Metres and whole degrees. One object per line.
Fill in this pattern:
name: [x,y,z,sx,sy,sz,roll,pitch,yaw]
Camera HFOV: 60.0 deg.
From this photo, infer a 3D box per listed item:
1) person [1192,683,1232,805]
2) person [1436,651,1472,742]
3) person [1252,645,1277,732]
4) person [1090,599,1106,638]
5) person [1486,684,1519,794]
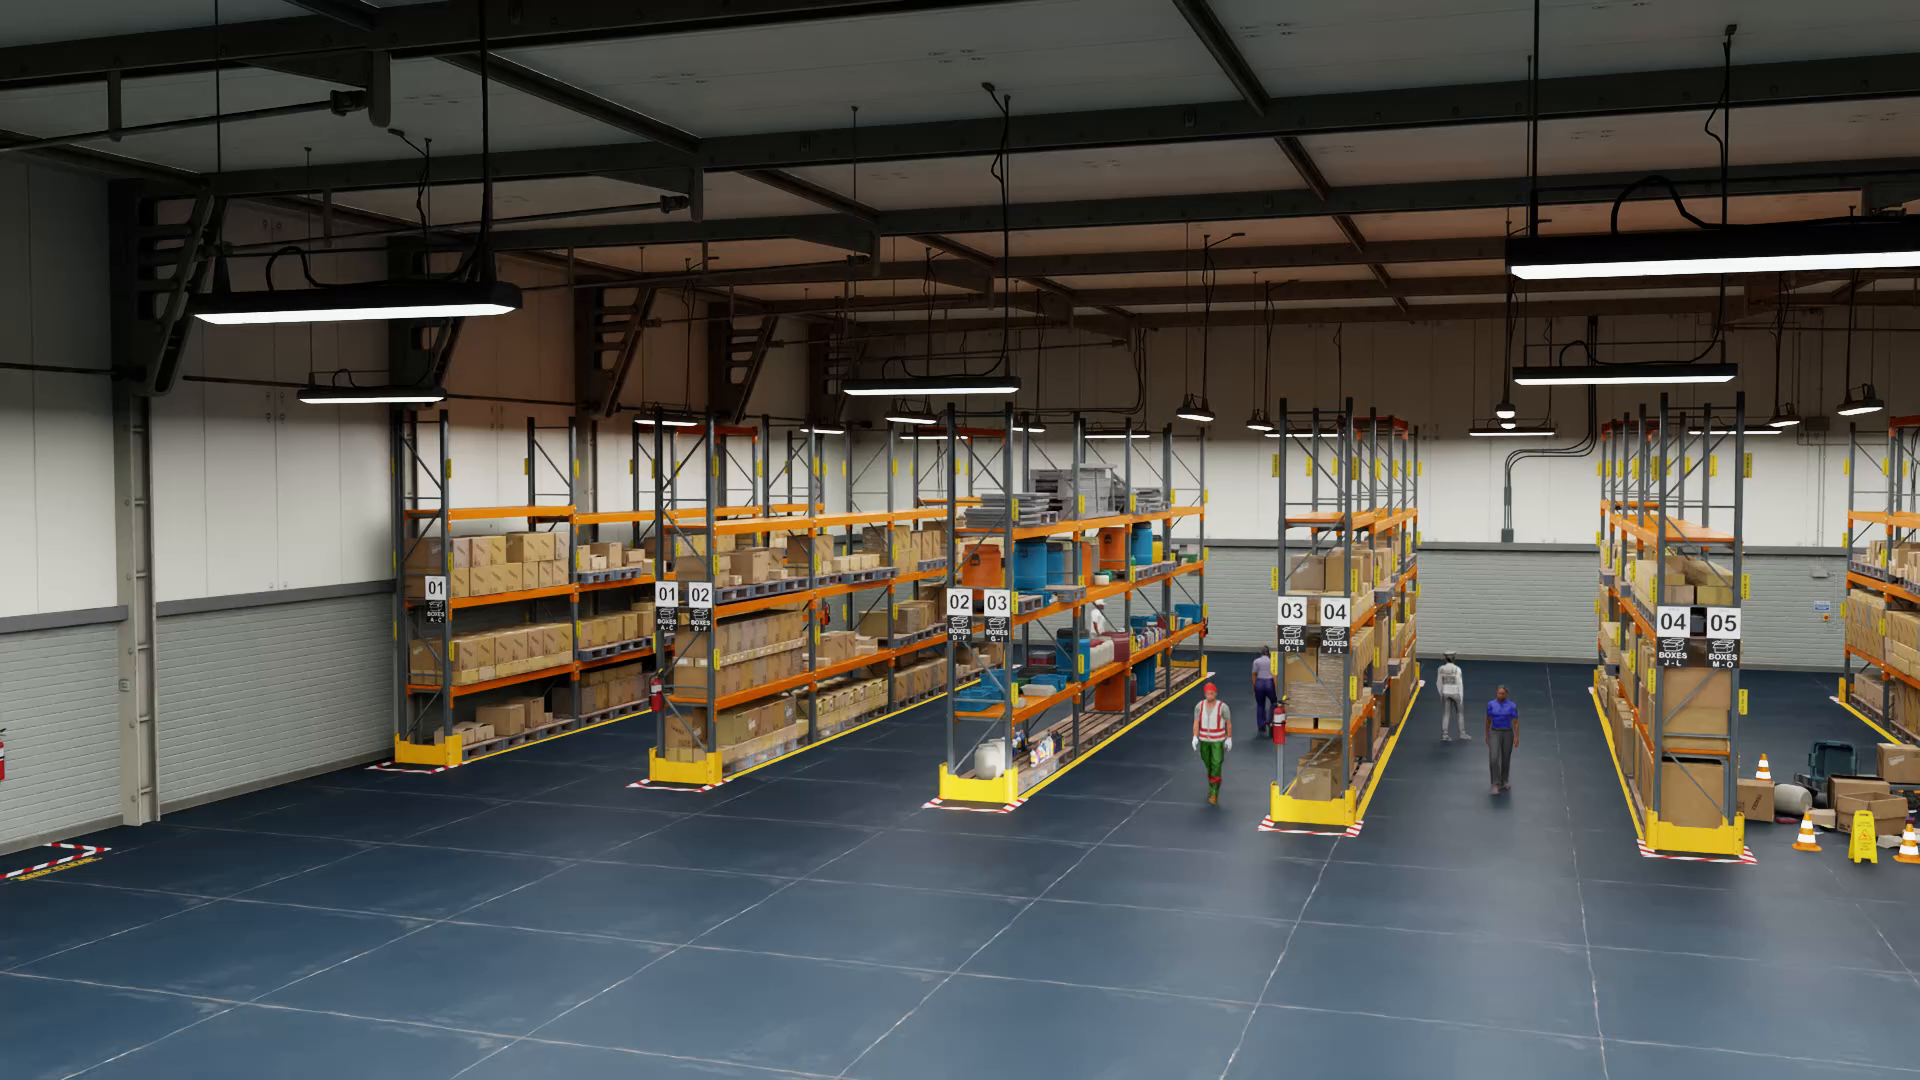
person: [3.764,3.024,25.035,0.544,1.747,0.902,1,3,29]
person: [9.075,2.867,30.625,0.532,1.675,0.654,2,3,36]
person: [5.808,2.821,31.622,0.527,1.638,0.462,1,3,27]
person: [3.413,2.336,41.530,0.728,1.759,0.589,1,3,22]
person: [8.417,3.080,25.813,0.490,1.691,0.612,1,3,17]
